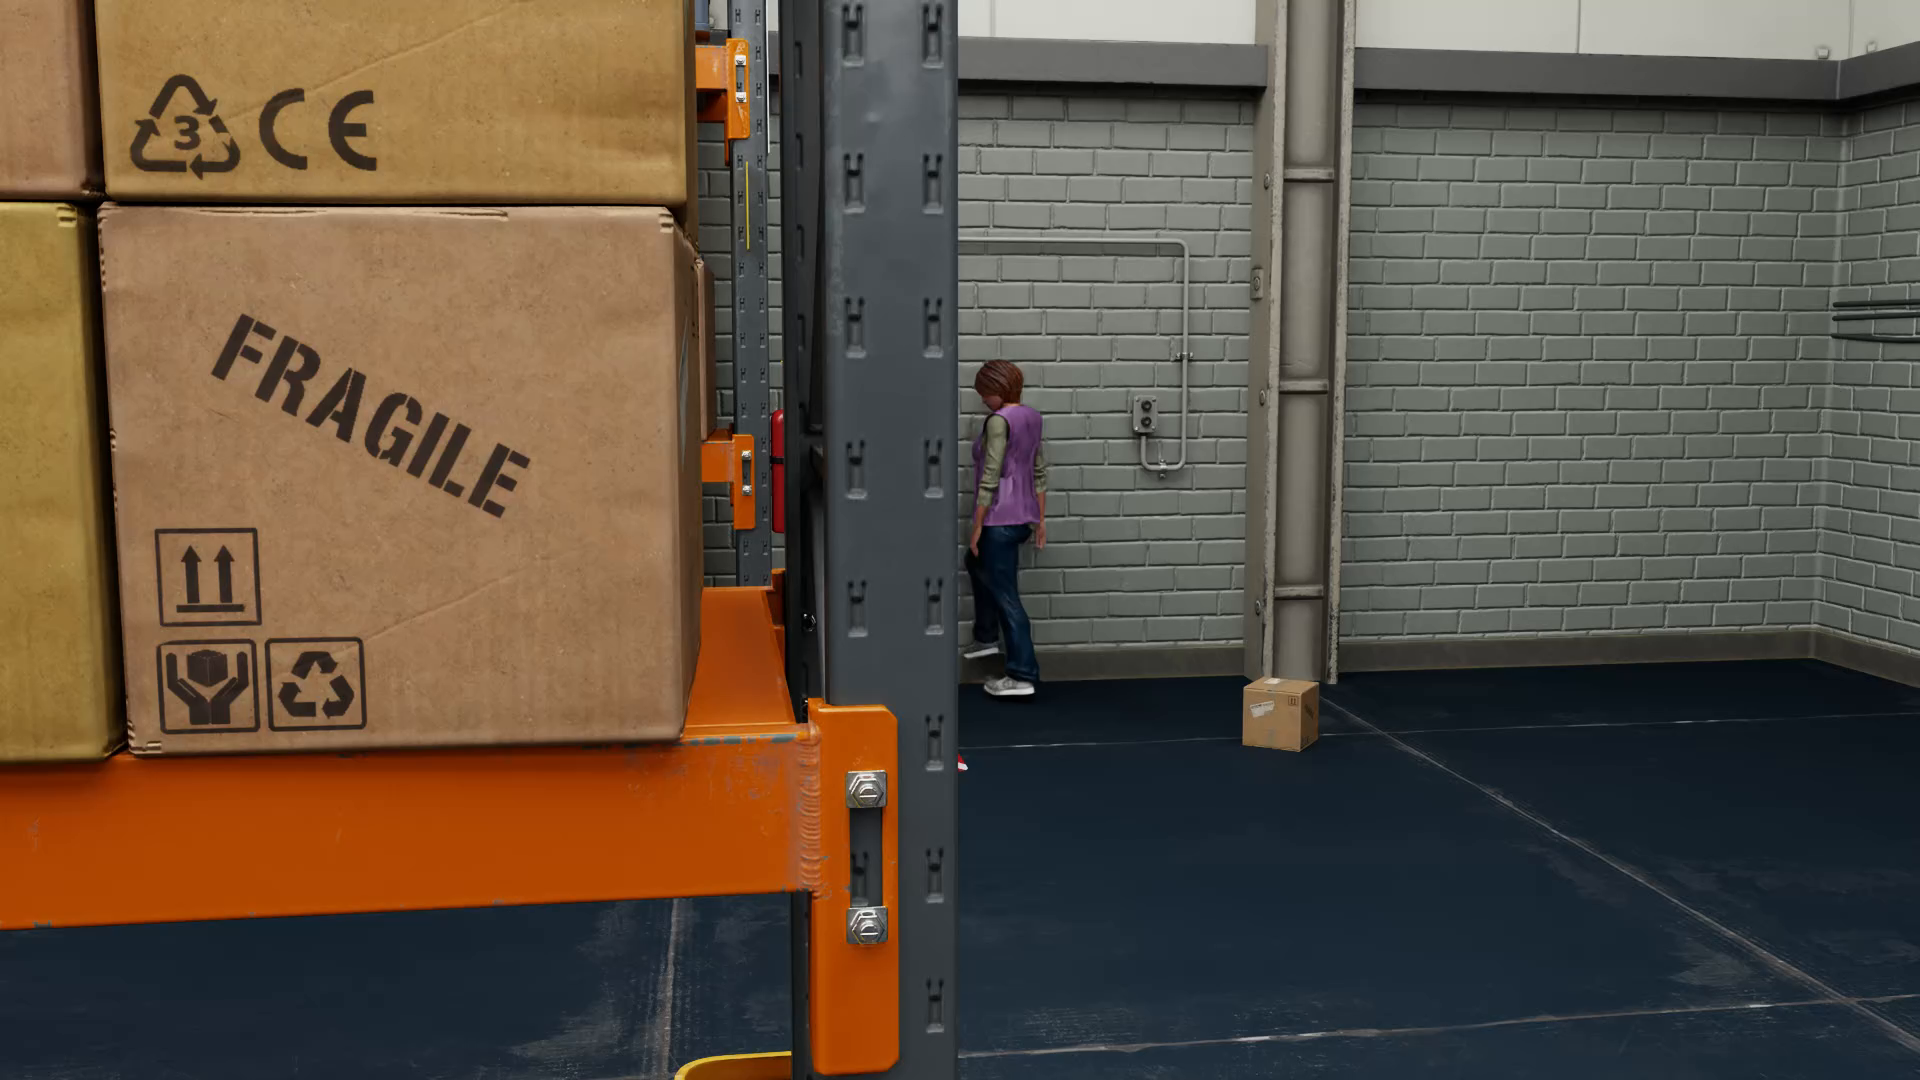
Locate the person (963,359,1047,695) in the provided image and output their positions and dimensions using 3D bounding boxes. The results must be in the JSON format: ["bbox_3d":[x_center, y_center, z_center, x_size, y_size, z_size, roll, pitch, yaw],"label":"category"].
[{"bbox_3d":[0.151,-0.064,7.909,0.587,1.586,0.463,5,8,34],"label":"person"}]
